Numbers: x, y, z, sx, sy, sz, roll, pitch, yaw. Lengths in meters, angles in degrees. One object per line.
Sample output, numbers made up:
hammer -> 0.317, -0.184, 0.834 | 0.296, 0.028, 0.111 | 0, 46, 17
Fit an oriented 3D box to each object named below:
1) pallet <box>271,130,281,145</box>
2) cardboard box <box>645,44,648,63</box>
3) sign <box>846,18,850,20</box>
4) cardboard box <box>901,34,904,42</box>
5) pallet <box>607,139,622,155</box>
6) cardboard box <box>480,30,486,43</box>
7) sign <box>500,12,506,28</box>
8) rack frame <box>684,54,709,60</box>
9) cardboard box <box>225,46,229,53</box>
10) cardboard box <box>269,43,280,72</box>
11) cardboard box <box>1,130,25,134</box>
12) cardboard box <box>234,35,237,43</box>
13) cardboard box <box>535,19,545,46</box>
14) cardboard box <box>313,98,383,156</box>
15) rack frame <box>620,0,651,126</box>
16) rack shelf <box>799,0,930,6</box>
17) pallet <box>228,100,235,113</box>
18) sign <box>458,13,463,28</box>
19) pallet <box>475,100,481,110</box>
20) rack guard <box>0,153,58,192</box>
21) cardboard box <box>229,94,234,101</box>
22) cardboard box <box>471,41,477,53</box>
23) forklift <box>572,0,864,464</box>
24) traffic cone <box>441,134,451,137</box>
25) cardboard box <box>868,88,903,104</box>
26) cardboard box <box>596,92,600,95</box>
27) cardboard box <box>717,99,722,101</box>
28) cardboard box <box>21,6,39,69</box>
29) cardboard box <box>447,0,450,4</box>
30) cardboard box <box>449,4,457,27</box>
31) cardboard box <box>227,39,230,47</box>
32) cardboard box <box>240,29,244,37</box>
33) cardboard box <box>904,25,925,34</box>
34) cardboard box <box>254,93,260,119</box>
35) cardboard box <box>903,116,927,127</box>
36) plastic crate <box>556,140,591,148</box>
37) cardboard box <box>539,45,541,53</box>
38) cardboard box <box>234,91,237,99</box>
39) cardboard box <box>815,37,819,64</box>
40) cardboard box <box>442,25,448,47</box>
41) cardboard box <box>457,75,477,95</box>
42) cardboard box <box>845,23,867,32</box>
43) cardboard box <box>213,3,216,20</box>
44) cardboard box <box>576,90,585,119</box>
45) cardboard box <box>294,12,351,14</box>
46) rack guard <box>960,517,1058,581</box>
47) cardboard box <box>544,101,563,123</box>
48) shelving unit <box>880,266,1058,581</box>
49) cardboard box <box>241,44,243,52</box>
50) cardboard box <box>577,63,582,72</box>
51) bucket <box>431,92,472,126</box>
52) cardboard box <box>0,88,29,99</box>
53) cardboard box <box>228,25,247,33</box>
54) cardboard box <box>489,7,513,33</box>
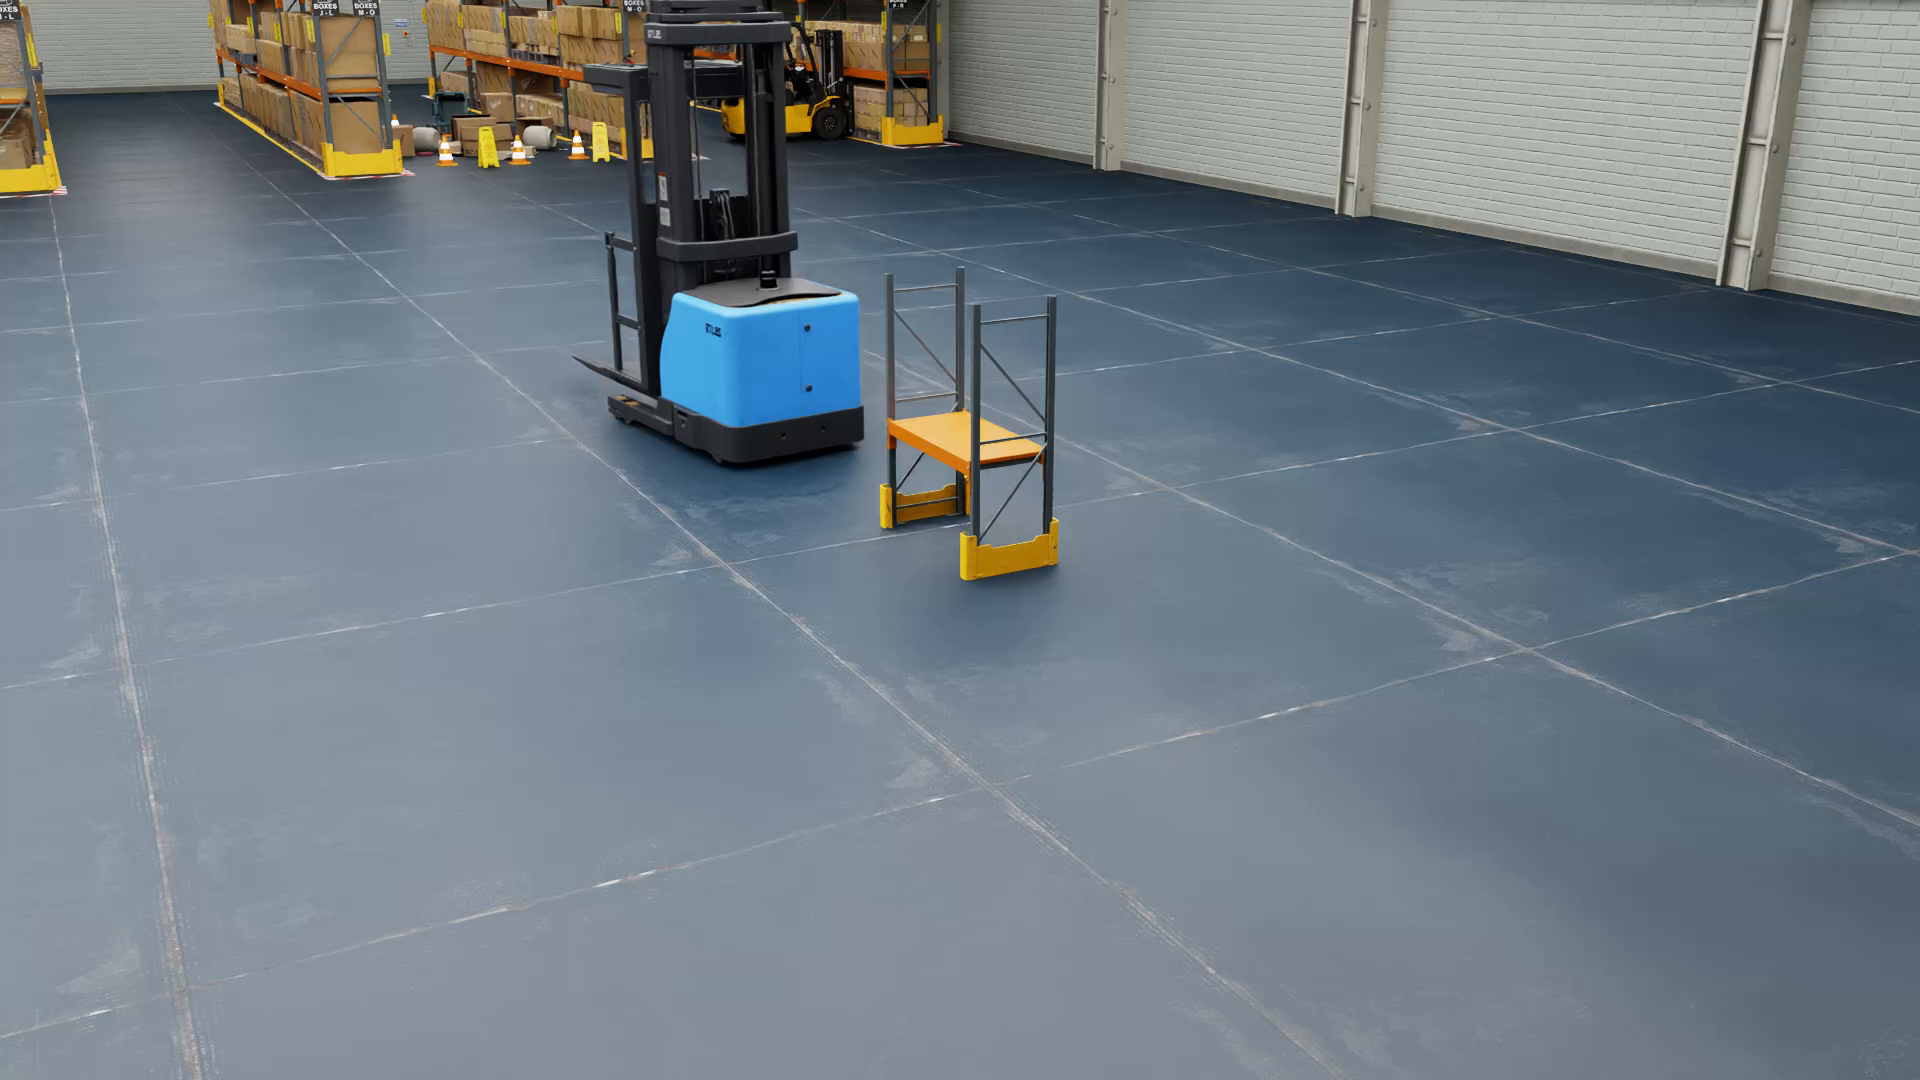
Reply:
pallet -> -12.488, -7.704, 31.633 | 1.003, 0.211, 1.213 | -10, 21, -27
cardboard box -> -5.245, -8.476, 28.986 | 0.500, 0.500, 0.500 | -10, 22, -27
sign -> -2.309, -10.560, 34.187 | 0.100, 0.325, 0.005 | -10, 21, -27
cardboard box -> -1.004, -9.431, 31.217 | 0.380, 0.149, 0.250 | -10, 21, -27
pallet -> -5.655, -7.051, 29.742 | 1.003, 0.211, 1.213 | -10, 21, -27
cardboard box -> -10.271, -11.110, 36.693 | 0.500, 0.250, 0.500 | -11, 22, -28
sign -> -9.550, -10.866, 34.747 | 0.100, 0.325, 0.005 | -10, 21, -27
rack frame -> -6.596, -12.324, 40.747 | 1.000, 3.000, 0.127 | -10, 21, -27
cardboard box -> -16.418, -11.123, 37.651 | 0.380, 0.149, 0.250 | -10, 21, -26
cardboard box -> -12.435, -8.907, 30.692 | 0.500, 0.500, 0.500 | -10, 21, -26
cardboard box -> -14.862, -6.121, 25.961 | 0.500, 0.500, 0.500 | -8, 21, -22
cardboard box -> -14.744, -10.345, 34.299 | 0.380, 0.149, 0.250 | -10, 22, -28
cardboard box -> -8.061, -10.032, 32.852 | 0.500, 0.500, 0.500 | -9, 21, -25
cardboard box -> -9.953, -6.692, 27.039 | 0.875, 0.875, 0.875 | -10, 21, -26
rack frame -> -5.264, -8.109, 28.532 | 1.000, 3.000, 0.127 | -10, 21, -27
rack shelf -> -1.847, -10.531, 32.055 | 1.077, 0.370, 4.000 | -10, 21, -27
pallet -> -16.204, -9.978, 38.223 | 1.003, 0.211, 1.213 | -10, 21, -27
sign -> -11.450, -11.914, 38.111 | 0.100, 0.325, 0.005 | -10, 21, -27
pallet -> -10.530, -10.026, 38.362 | 1.003, 0.211, 1.213 | -10, 21, -27
rack guard -> -14.022, -5.414, 24.555 | 1.175, 0.500, 0.348 | -10, 21, -27
cardboard box -> -16.611, -10.190, 38.292 | 0.380, 0.149, 0.250 | -11, 22, -29
cardboard box -> -10.739, -11.167, 37.625 | 0.500, 0.250, 0.500 | -11, 22, -28
forklift -> -1.928, -2.308, 11.826 | 1.130, 2.935, 3.031 | -13, 23, -34
traffic cone -> -10.002, -8.125, 32.469 | 0.336, 0.463, 0.334 | -10, 21, -27
cardboard box -> -1.391, -8.334, 31.223 | 0.500, 0.250, 0.500 | -9, 21, -25
cardboard box -> -6.348, -8.102, 29.939 | 0.380, 0.149, 0.250 | -9, 21, -24
cardboard box -> -5.315, -10.426, 38.434 | 0.500, 0.500, 0.500 | -10, 22, -27
cardboard box -> -16.139, -8.454, 27.969 | 1.000, 1.000, 1.000 | -10, 21, -26
cardboard box -> -11.940, -12.796, 39.435 | 0.380, 0.149, 0.250 | -10, 22, -28
cardboard box -> -11.663, -12.313, 39.030 | 0.500, 0.500, 0.500 | -10, 22, -27
cardboard box -> -15.489, -10.653, 35.648 | 0.380, 0.149, 0.250 | -11, 22, -29
cardboard box -> -14.125, -10.113, 33.169 | 0.380, 0.149, 0.250 | -10, 22, -27
cardboard box -> -0.869, -9.503, 30.968 | 0.380, 0.149, 0.250 | -10, 22, -28
cardboard box -> -14.157, -8.925, 34.085 | 0.500, 0.500, 0.500 | -9, 21, -24
cardboard box -> -0.959, -7.949, 31.640 | 0.500, 0.250, 0.500 | -10, 21, -26
plastic crate -> -7.140, -7.299, 30.662 | 0.583, 0.080, 0.402 | 16, 25, 39
cardboard box -> -8.123, -9.737, 32.992 | 0.380, 0.149, 0.250 | -10, 21, -27
cardboard box -> -15.982, -9.940, 37.111 | 0.380, 0.149, 0.250 | -11, 22, -29
cardboard box -> -2.554, -9.759, 33.163 | 0.500, 0.500, 0.500 | -10, 21, -26
cardboard box -> -12.144, -12.136, 40.050 | 0.500, 0.500, 0.500 | -9, 21, -25
cardboard box -> -11.592, -10.995, 40.180 | 0.875, 0.438, 0.875 | -11, 22, -28
cardboard box -> -1.987, -9.883, 32.070 | 0.380, 0.149, 0.250 | -10, 21, -26
cardboard box -> -16.945, -12.253, 38.399 | 0.500, 0.500, 0.500 | -9, 21, -25
cardboard box -> -6.856, -8.147, 31.066 | 0.500, 0.500, 0.500 | -9, 21, -24
cardboard box -> -10.964, -8.792, 28.626 | 0.875, 0.550, 0.550 | -10, 21, -27
rack guard -> 0.273, 0.047, 9.113 | 0.587, 0.250, 0.087 | -10, 21, -27
cardboard box -> -7.759, -8.569, 33.252 | 0.950, 0.372, 0.625 | -9, 21, -23
shelving unit -> 0.036, -0.687, 9.323 | 0.587, 1.500, 1.083 | -10, 21, -27
cardboard box -> -14.249, -9.905, 33.479 | 0.380, 0.149, 0.250 | -10, 21, -26
cardboard box -> -6.891, -8.786, 30.879 | 0.380, 0.149, 0.250 | -9, 21, -25
bucket -> -9.378, -7.950, 30.762 | 0.726, 0.611, 0.620 | -3, 9, -8
cardboard box -> -13.911, -6.574, 24.469 | 0.380, 0.149, 0.250 | -10, 21, -27
cardboard box -> -15.231, -10.781, 35.107 | 0.380, 0.149, 0.250 | -10, 21, -26
cardboard box -> -9.790, -11.179, 35.744 | 0.500, 0.500, 0.500 | -10, 21, -26
